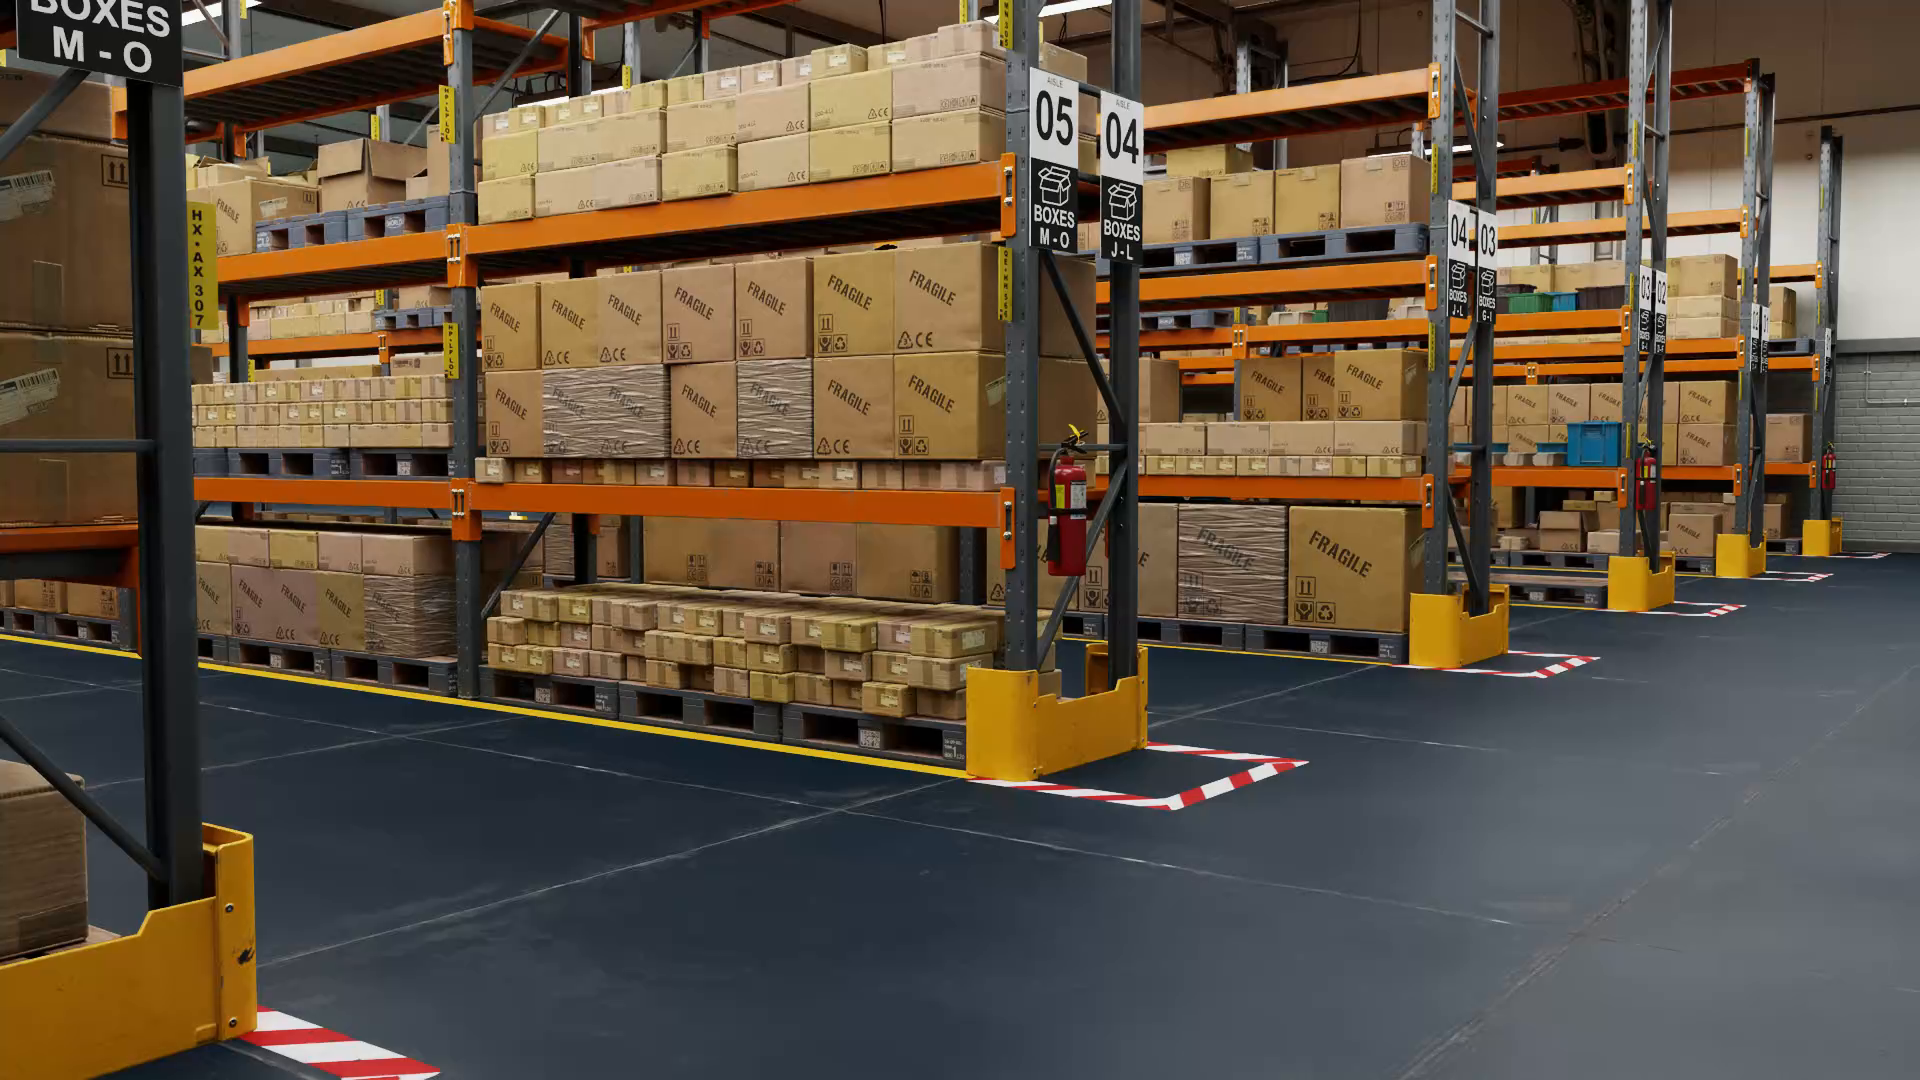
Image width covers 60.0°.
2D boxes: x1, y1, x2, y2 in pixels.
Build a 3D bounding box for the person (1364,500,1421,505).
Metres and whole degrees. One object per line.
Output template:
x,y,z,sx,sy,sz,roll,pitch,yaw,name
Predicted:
3.514,-0.163,13.905,0.848,1.778,0.601,2,4,35,person
